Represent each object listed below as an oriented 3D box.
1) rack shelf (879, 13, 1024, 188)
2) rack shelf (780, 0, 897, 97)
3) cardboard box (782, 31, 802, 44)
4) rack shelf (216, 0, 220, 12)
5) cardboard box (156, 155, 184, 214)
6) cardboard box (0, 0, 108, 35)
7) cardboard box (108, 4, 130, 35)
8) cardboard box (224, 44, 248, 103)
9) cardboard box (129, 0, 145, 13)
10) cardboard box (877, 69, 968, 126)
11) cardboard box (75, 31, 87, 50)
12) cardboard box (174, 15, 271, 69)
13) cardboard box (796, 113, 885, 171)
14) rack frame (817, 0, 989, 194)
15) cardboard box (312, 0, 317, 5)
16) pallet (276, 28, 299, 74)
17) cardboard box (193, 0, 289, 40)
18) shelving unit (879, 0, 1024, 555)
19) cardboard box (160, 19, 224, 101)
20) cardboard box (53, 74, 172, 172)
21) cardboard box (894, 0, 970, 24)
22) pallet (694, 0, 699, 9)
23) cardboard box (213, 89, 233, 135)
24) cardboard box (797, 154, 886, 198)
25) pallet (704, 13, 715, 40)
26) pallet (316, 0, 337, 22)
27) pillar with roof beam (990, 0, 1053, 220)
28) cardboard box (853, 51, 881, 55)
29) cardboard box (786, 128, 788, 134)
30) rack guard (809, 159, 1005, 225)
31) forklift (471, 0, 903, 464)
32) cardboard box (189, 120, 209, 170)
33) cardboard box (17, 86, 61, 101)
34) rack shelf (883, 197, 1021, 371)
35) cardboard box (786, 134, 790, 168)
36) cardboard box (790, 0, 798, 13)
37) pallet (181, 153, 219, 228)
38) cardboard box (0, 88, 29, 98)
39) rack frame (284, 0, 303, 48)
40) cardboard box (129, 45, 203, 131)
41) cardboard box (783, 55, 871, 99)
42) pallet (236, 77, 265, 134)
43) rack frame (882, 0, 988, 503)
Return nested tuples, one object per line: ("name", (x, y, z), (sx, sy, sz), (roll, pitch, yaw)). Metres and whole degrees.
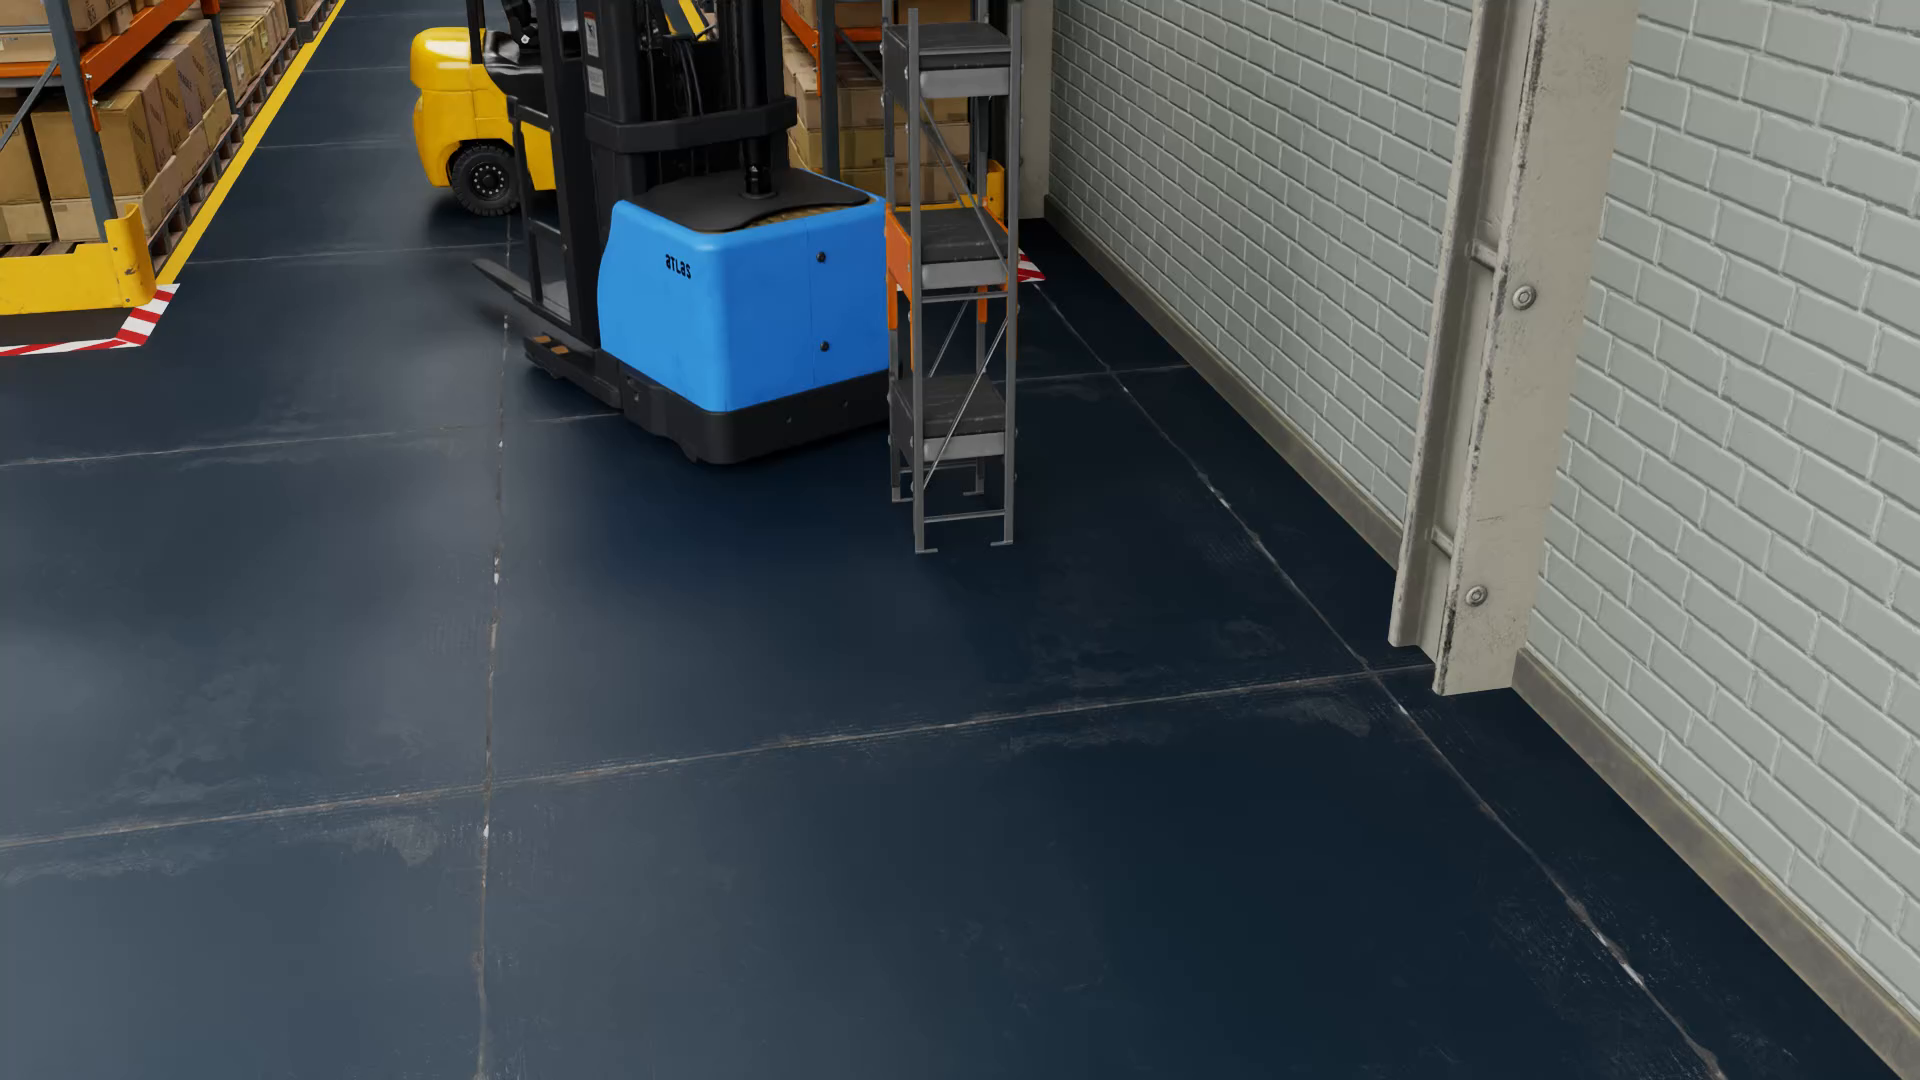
("rack shelf", (-0.037, -1.623, 6.112), (0.431, 0.518, 0.480), (-6, 27, -12))
("rack shelf", (-0.779, -3.701, 11.553), (1.077, 0.370, 4.000), (-6, 27, -12))
("cardboard box", (-1.087, -3.389, 11.611), (0.500, 0.250, 0.500), (-7, 28, -13))
("rack shelf", (-6.516, -4.952, 14.030), (1.077, 0.370, 4.000), (-6, 27, -12))
("cardboard box", (-5.184, -2.206, 10.377), (0.500, 0.250, 0.500), (-5, 27, -10))
("cardboard box", (-5.000, -3.052, 9.027), (0.500, 0.500, 0.500), (-6, 27, -12))
("cardboard box", (-5.102, -3.047, 9.737), (0.380, 0.149, 0.250), (-6, 27, -11))
("cardboard box", (-6.186, -3.639, 13.081), (0.950, 0.372, 0.625), (-6, 27, -11))
("cardboard box", (-5.342, -3.386, 10.408), (0.380, 0.149, 0.250), (-7, 28, -13))
("cardboard box", (-0.252, -2.781, 10.407), (0.500, 0.250, 0.500), (-6, 27, -12))
("cardboard box", (-5.109, -2.806, 9.260), (0.380, 0.149, 0.250), (-6, 27, -11))
("cardboard box", (-6.509, -4.260, 14.310), (0.950, 0.372, 0.625), (-5, 27, -10))
("cardboard box", (-0.743, -2.510, 10.424), (0.500, 0.250, 0.500), (-6, 27, -12))
("rack frame", (-0.328, -3.145, 9.651), (1.000, 3.000, 0.127), (-6, 27, -12))
("cardboard box", (-7.238, -6.093, 17.386), (0.875, 0.875, 0.875), (-6, 27, -11))
("pallet", (-6.792, -4.563, 15.556), (1.003, 0.211, 1.213), (-6, 27, -12))
("cardboard box", (-6.849, -4.916, 15.611), (0.950, 0.372, 0.625), (-8, 28, -15))
("shelving unit", (-0.037, -1.010, 6.421), (0.431, 2.100, 0.503), (-6, 27, -12))
("cardboard box", (-5.670, -3.457, 12.024), (0.500, 0.500, 0.500), (-6, 27, -12))
("cardboard box", (-5.204, -2.555, 10.237), (0.500, 0.500, 0.500), (-7, 28, -14))
("cardboard box", (-0.170, -3.435, 10.115), (0.500, 0.500, 0.500), (-5, 27, -10))
("pallet", (-2.534, -6.278, 18.954), (1.003, 0.211, 1.213), (-6, 27, -12))
("cardboard box", (-5.670, -3.123, 12.193), (0.500, 0.250, 0.500), (-5, 27, -9))
("cardboard box", (-0.742, -2.279, 10.521), (0.500, 0.250, 0.500), (-6, 27, -11))
("pallet", (-1.984, -5.046, 16.514), (1.003, 0.211, 1.213), (-6, 27, -12))
("pallet", (-7.342, -5.794, 17.996), (1.003, 0.211, 1.213), (-6, 27, -12))
("pillar with roof beam", (-3.802, -5.783, 8.220), (9.100, 9.000, 0.400), (-6, 27, -12))
("cardboard box", (-0.471, -3.221, 11.278), (0.500, 0.250, 0.500), (-6, 27, -12))
("cardboard box", (-0.982, -2.955, 11.307), (0.500, 0.250, 0.500), (-7, 28, -13))
("rack guard", (-0.323, -2.018, 10.193), (1.175, 0.500, 0.348), (-6, 27, -12))
("forklift", (-1.566, -2.237, 7.928), (1.130, 2.935, 3.031), (-19, 33, -33))
("cardboard box", (-5.430, -2.666, 11.289), (0.500, 0.250, 0.500), (-6, 27, -11))
("cardboard box", (-5.719, -2.488, 10.103), (0.500, 0.500, 0.500), (-5, 27, -10))
("rack shelf", (-0.037, -0.998, 6.427), (0.431, 0.518, 0.480), (-6, 27, -12))
("cardboard box", (-0.949, -2.719, 11.393), (0.500, 0.250, 0.500), (-6, 27, -11))
("cardboard box", (-0.803, -3.607, 10.457), (0.500, 0.500, 0.500), (-5, 27, -10))
("pallet", (-5.601, -2.322, 11.116), (1.003, 0.211, 1.213), (-6, 27, -12))
("cardboard box", (-5.746, -2.703, 9.809), (0.380, 0.149, 0.250), (-5, 27, -10))
("rack frame", (-6.967, -6.151, 15.607), (1.000, 3.000, 0.127), (-6, 27, -12))
("cardboard box", (-5.438, -3.010, 11.138), (0.500, 0.500, 0.500), (-5, 27, -9))
("cardboard box", (-0.857, -2.945, 10.731), (0.500, 0.250, 0.500), (-5, 27, -11))
("pallet", (-6.242, -3.492, 13.433), (1.003, 0.211, 1.213), (-6, 27, -12))
("rack frame", (-0.092, -1.117, 6.633), (0.400, 2.100, 0.015), (-6, 27, -12))
